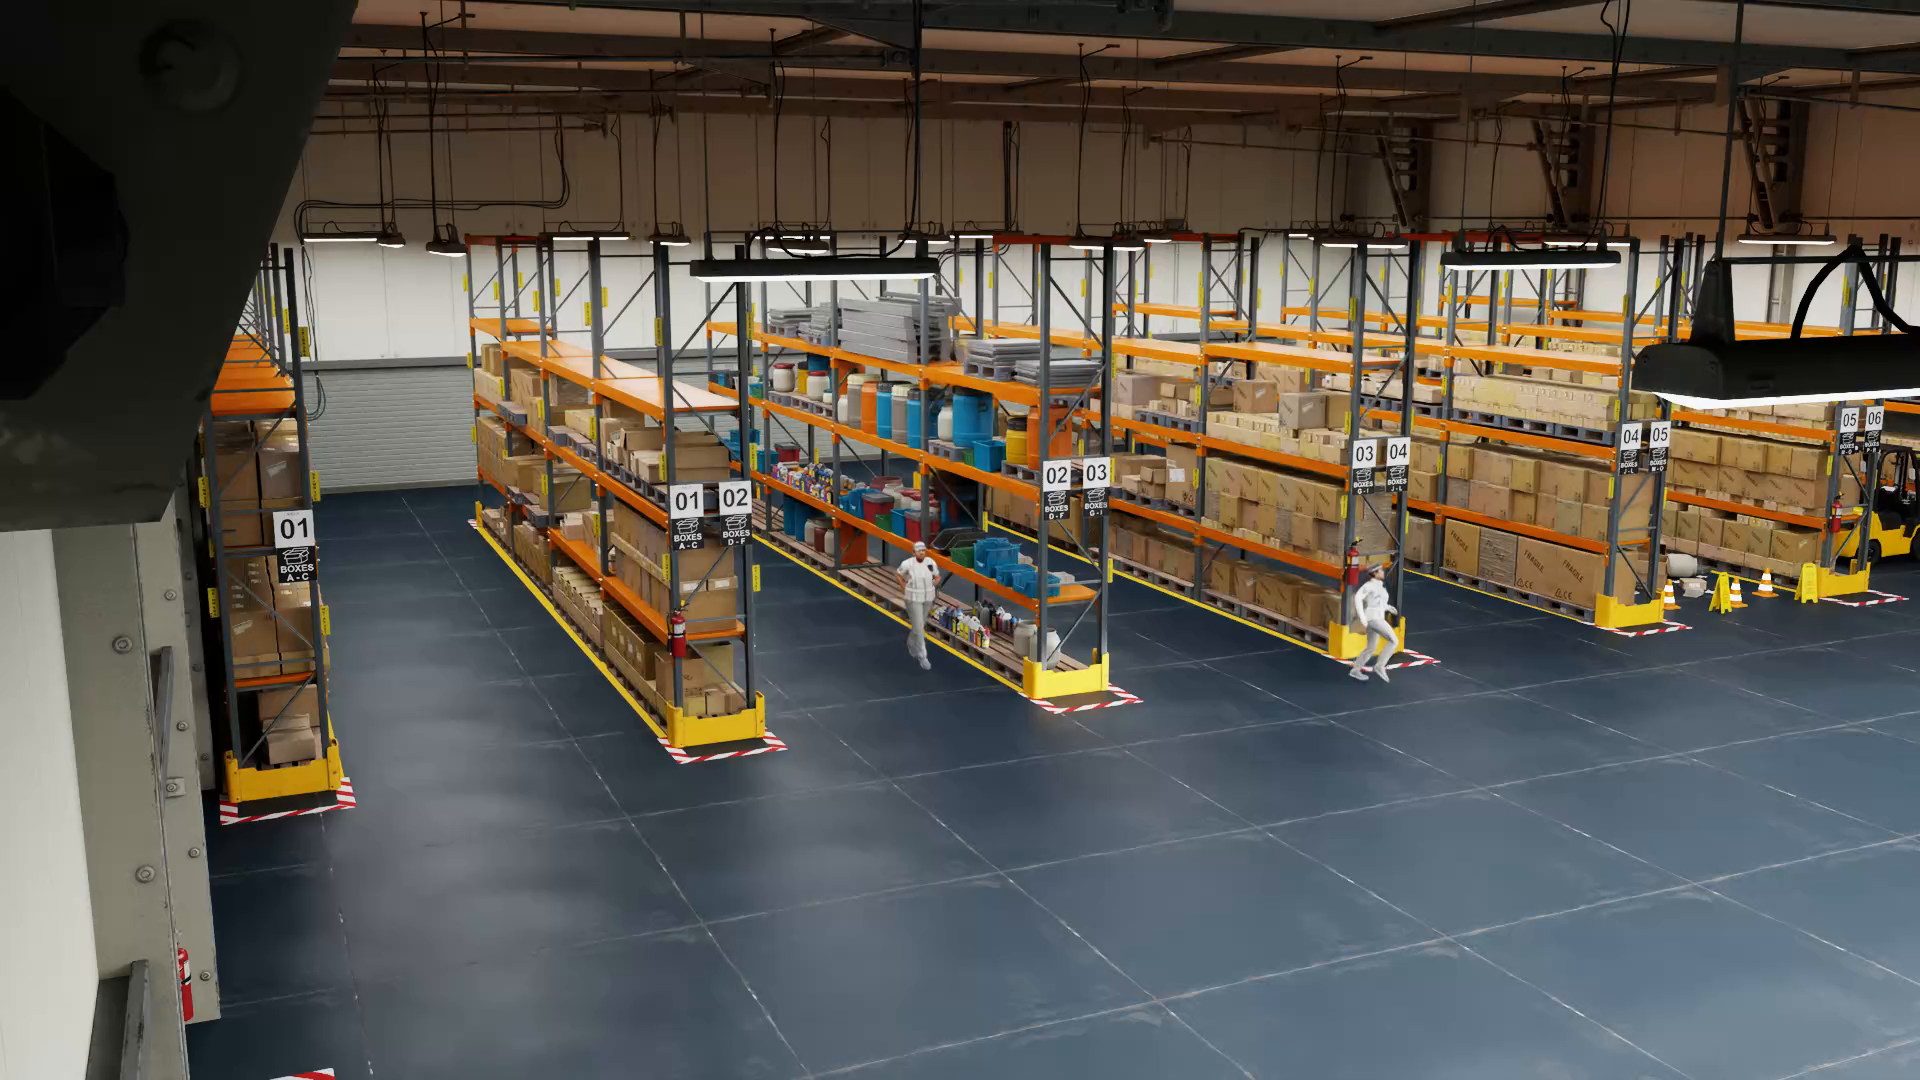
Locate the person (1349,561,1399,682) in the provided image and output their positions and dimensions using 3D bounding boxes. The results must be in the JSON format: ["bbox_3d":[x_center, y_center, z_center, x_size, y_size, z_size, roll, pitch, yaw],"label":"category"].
[{"bbox_3d":[5.772,1.102,23.018,0.630,1.637,0.597,4,12,19],"label":"person"}]

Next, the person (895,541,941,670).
[{"bbox_3d":[-0.533,0.849,22.860,0.587,1.712,0.806,-6,12,-27],"label":"person"}]
